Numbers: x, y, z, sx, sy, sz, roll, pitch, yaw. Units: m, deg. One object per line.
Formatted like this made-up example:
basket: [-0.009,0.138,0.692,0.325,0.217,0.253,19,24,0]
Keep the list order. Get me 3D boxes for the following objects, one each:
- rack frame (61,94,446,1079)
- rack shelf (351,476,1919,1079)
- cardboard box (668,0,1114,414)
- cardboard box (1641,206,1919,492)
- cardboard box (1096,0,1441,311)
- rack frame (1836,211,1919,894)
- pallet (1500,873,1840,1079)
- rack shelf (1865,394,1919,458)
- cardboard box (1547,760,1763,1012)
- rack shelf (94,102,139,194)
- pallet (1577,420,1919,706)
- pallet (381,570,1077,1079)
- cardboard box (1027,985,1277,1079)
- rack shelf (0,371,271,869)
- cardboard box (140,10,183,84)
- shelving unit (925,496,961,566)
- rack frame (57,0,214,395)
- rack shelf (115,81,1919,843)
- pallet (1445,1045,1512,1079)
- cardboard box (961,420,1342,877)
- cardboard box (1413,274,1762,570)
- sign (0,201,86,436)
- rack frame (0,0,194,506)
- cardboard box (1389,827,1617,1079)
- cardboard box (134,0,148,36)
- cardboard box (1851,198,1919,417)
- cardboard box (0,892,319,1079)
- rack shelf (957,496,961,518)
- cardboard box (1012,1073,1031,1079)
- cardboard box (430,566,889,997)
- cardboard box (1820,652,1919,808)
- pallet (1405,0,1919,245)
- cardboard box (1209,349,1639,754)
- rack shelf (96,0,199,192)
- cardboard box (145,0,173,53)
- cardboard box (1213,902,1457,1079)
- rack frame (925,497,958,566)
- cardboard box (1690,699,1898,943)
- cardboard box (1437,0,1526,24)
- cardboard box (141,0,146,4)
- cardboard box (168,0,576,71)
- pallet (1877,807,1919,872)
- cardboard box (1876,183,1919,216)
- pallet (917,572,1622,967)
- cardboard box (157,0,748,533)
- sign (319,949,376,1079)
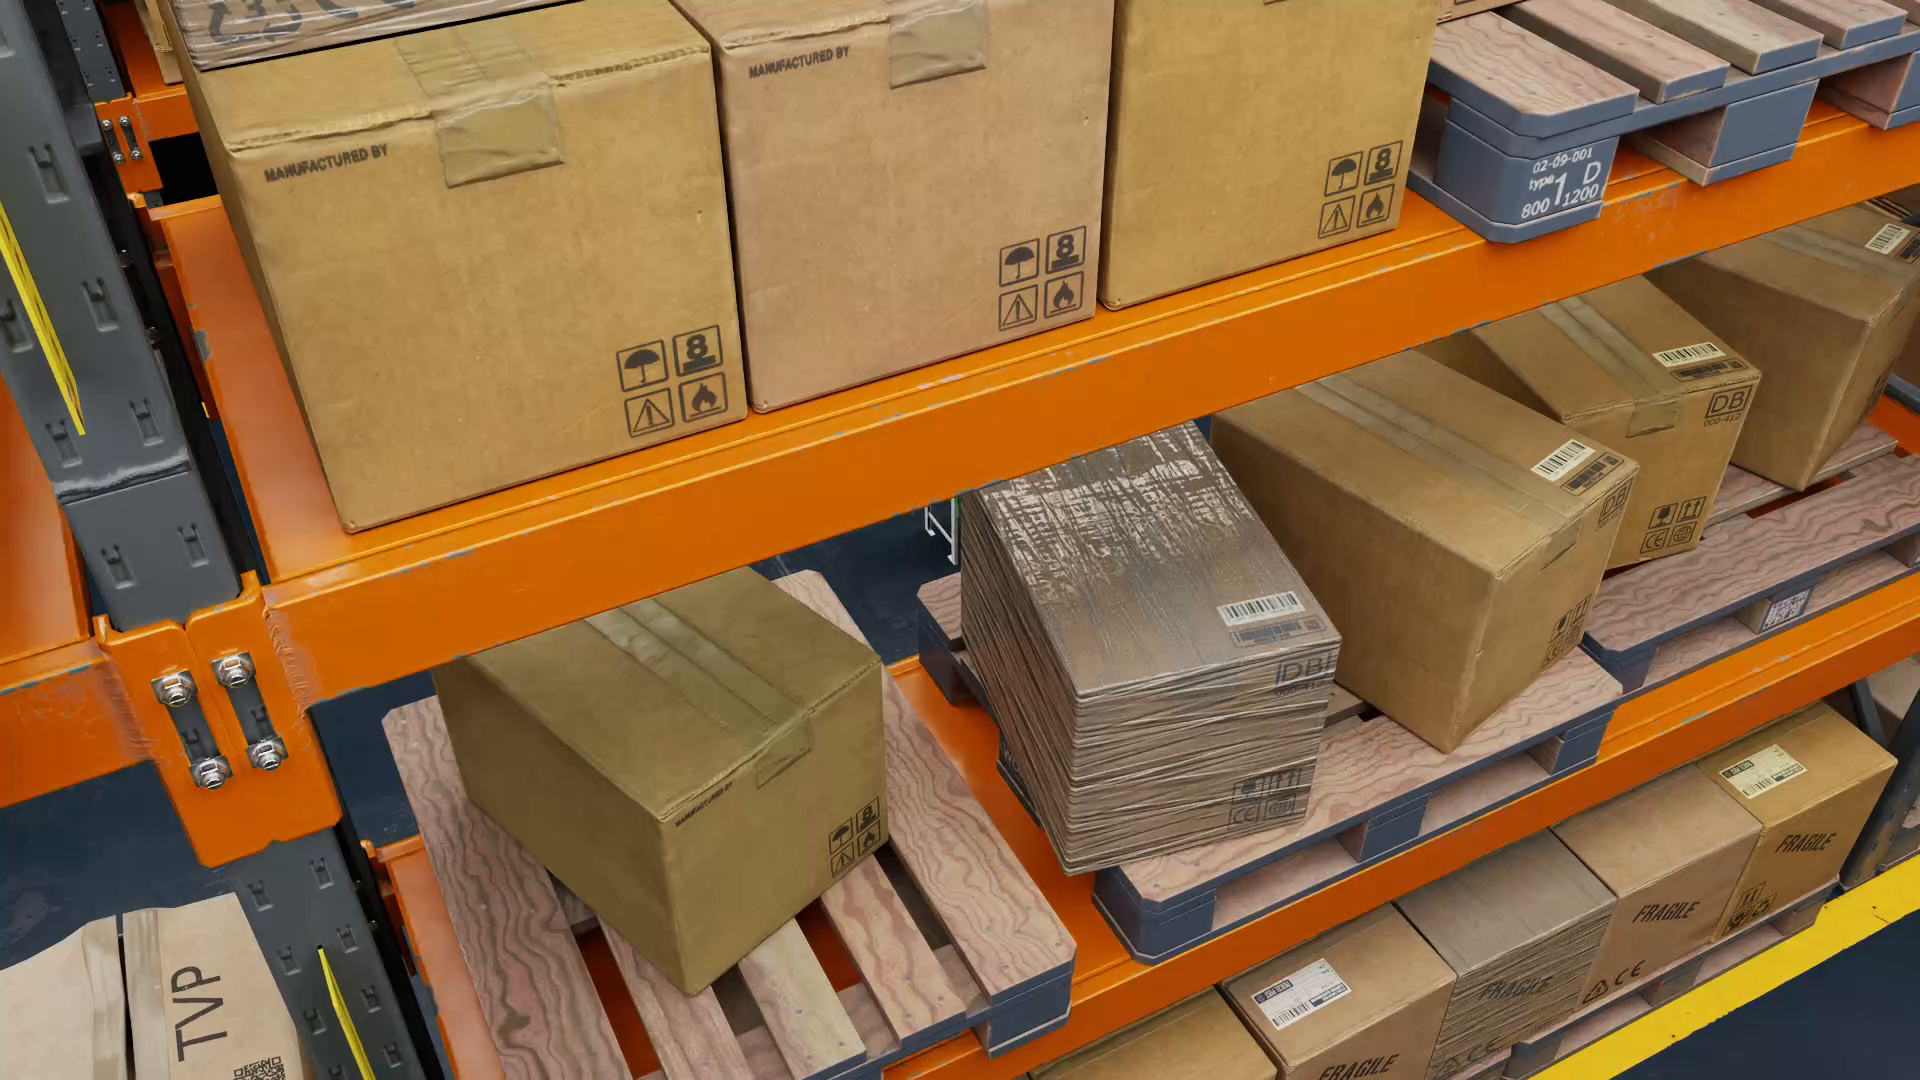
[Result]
rack frame: [-1.066,0.806,2.976,0.127,3.000,1.000,-19,44,-21]
rack shelf: [0.707,0.484,3.914,4.000,0.370,1.077,-19,44,-21]
cardboard box: [-0.243,-0.679,2.331,0.500,0.500,0.910,-19,44,-21]
cardboard box: [1.958,-0.573,4.203,0.700,0.500,0.500,31,49,31]
cardboard box: [0.219,-0.834,2.514,0.500,0.500,0.910,-19,44,-21]
rack frame: [2.481,-0.388,4.386,0.127,3.000,1.000,-19,44,-21]
pallet: [1.777,0.941,4.975,1.213,0.211,1.003,-19,44,-21]
rack shelf: [4.255,-0.710,5.324,4.000,0.370,1.077,-19,44,-21]
cardboard box: [1.734,0.853,4.515,0.500,0.500,0.500,-18,44,-20]
rack shelf: [-5.132,-1.160,5.855,4.000,0.370,1.077,-19,44,-21]
pallet: [1.722,-0.138,4.240,1.213,0.211,1.003,-19,44,-21]
pallet: [-0.498,0.637,3.325,1.003,0.211,1.213,-19,44,-21]
cardboard box: [0.378,1.314,3.970,0.500,0.500,0.500,-19,44,-21]
rack shelf: [-2.840,0.533,1.534,4.000,0.370,1.077,-19,44,-21]
cardboard box: [-2.959,-1.909,6.362,0.250,0.149,0.380,-19,44,-21]
shelving unit: [0.147,-0.507,5.921,0.503,1.200,0.258,-19,44,-21]
rack frame: [-3.358,-2.031,6.328,0.127,3.000,1.000,-19,44,-21]
rack shelf: [0.707,-0.661,2.944,4.000,0.370,1.077,-19,44,-21]
pallet: [0.694,1.308,4.542,1.213,0.211,1.003,-19,44,-21]
cardboard box: [0.339,0.192,3.300,0.500,0.500,0.700,-11,41,-13]
cardboard box: [1.377,-0.331,3.917,0.500,0.500,0.700,-12,42,-14]
sign: [-0.817,-0.246,1.436,0.005,0.325,0.100,-19,44,-21]
rack frame: [-1.066,-1.484,1.038,0.127,3.000,1.000,-19,44,-21]
cardboard box: [1.289,1.002,4.339,0.500,0.500,0.500,-18,43,-20]
cardboard box: [-3.187,-2.187,6.691,0.250,0.149,0.380,-18,43,-20]
cardboard box: [2.806,-0.722,4.704,0.500,0.500,0.500,-18,43,-20]
cardboard box: [-1.409,0.924,2.906,0.500,0.311,0.500,-16,43,-18]
rack shelf: [0.147,-0.275,6.117,0.480,0.148,0.258,-19,44,-21]
cardboard box: [-0.069,1.461,3.797,0.500,0.500,0.500,-20,44,-22]
cardboard box: [-0.560,0.355,3.106,0.700,0.500,0.500,31,49,31]
cardboard box: [2.954,0.469,5.114,0.500,0.311,0.500,-19,44,-21]
pallet: [0.952,-0.995,2.928,1.003,0.211,1.213,-19,44,-21]
cardboard box: [0.943,-0.023,3.554,0.500,0.500,0.700,-30,49,-31]
rack shelf: [-1.584,-2.354,7.266,4.000,0.370,1.077,-19,44,-21]
cardboard box: [-2.809,-2.189,6.191,0.500,0.500,0.500,-17,43,-19]
cardboard box: [0.839,1.155,4.158,0.500,0.500,0.500,-20,44,-22]
rack frame: [-0.070,-0.435,5.835,0.015,1.200,0.240,-19,44,-21]
cardboard box: [2.176,0.710,4.684,0.500,0.500,0.500,-19,44,-21]
cardboard box: [0.819,-1.261,2.617,0.600,0.600,0.600,-20,44,-22]
cardboard box: [-3.061,-2.483,6.538,0.500,0.500,0.500,-18,44,-20]
cardboard box: [-0.677,-0.885,1.801,0.500,0.500,0.500,-19,44,-21]
pallet: [3.091,0.472,5.529,1.213,0.211,1.003,-19,44,-21]
cardboard box: [2.810,-1.107,4.385,0.500,0.500,0.500,-18,44,-20]
pallet: [0.656,0.296,3.727,1.213,0.211,1.003,-19,44,-21]
cardboard box: [-0.695,-0.526,2.151,0.500,0.500,0.910,-19,44,-21]
sign: [-0.807,0.681,2.227,0.005,0.325,0.100,-19,44,-21]
